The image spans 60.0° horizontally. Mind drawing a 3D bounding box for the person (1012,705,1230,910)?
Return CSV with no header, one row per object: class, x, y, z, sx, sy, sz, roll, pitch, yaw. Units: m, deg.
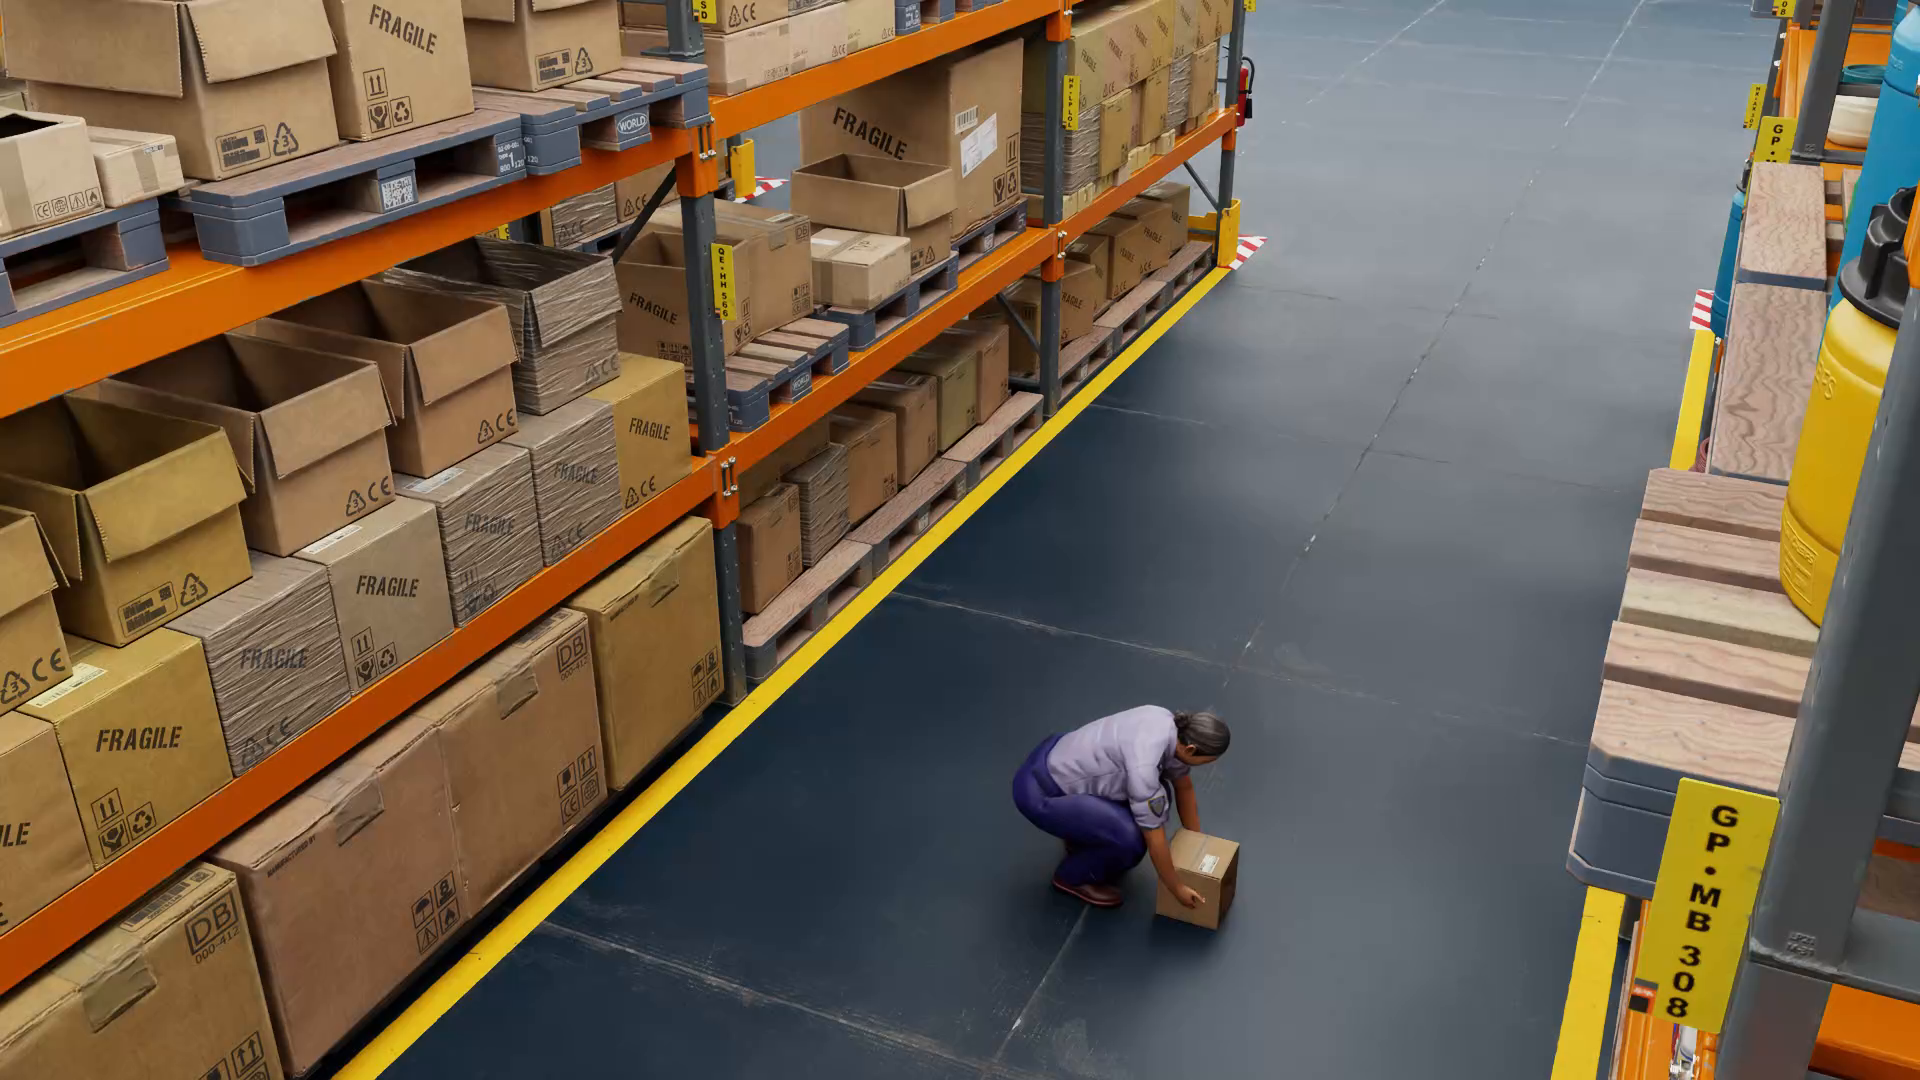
person,0.629,0.997,6.533,0.822,0.843,0.514,11,29,22
